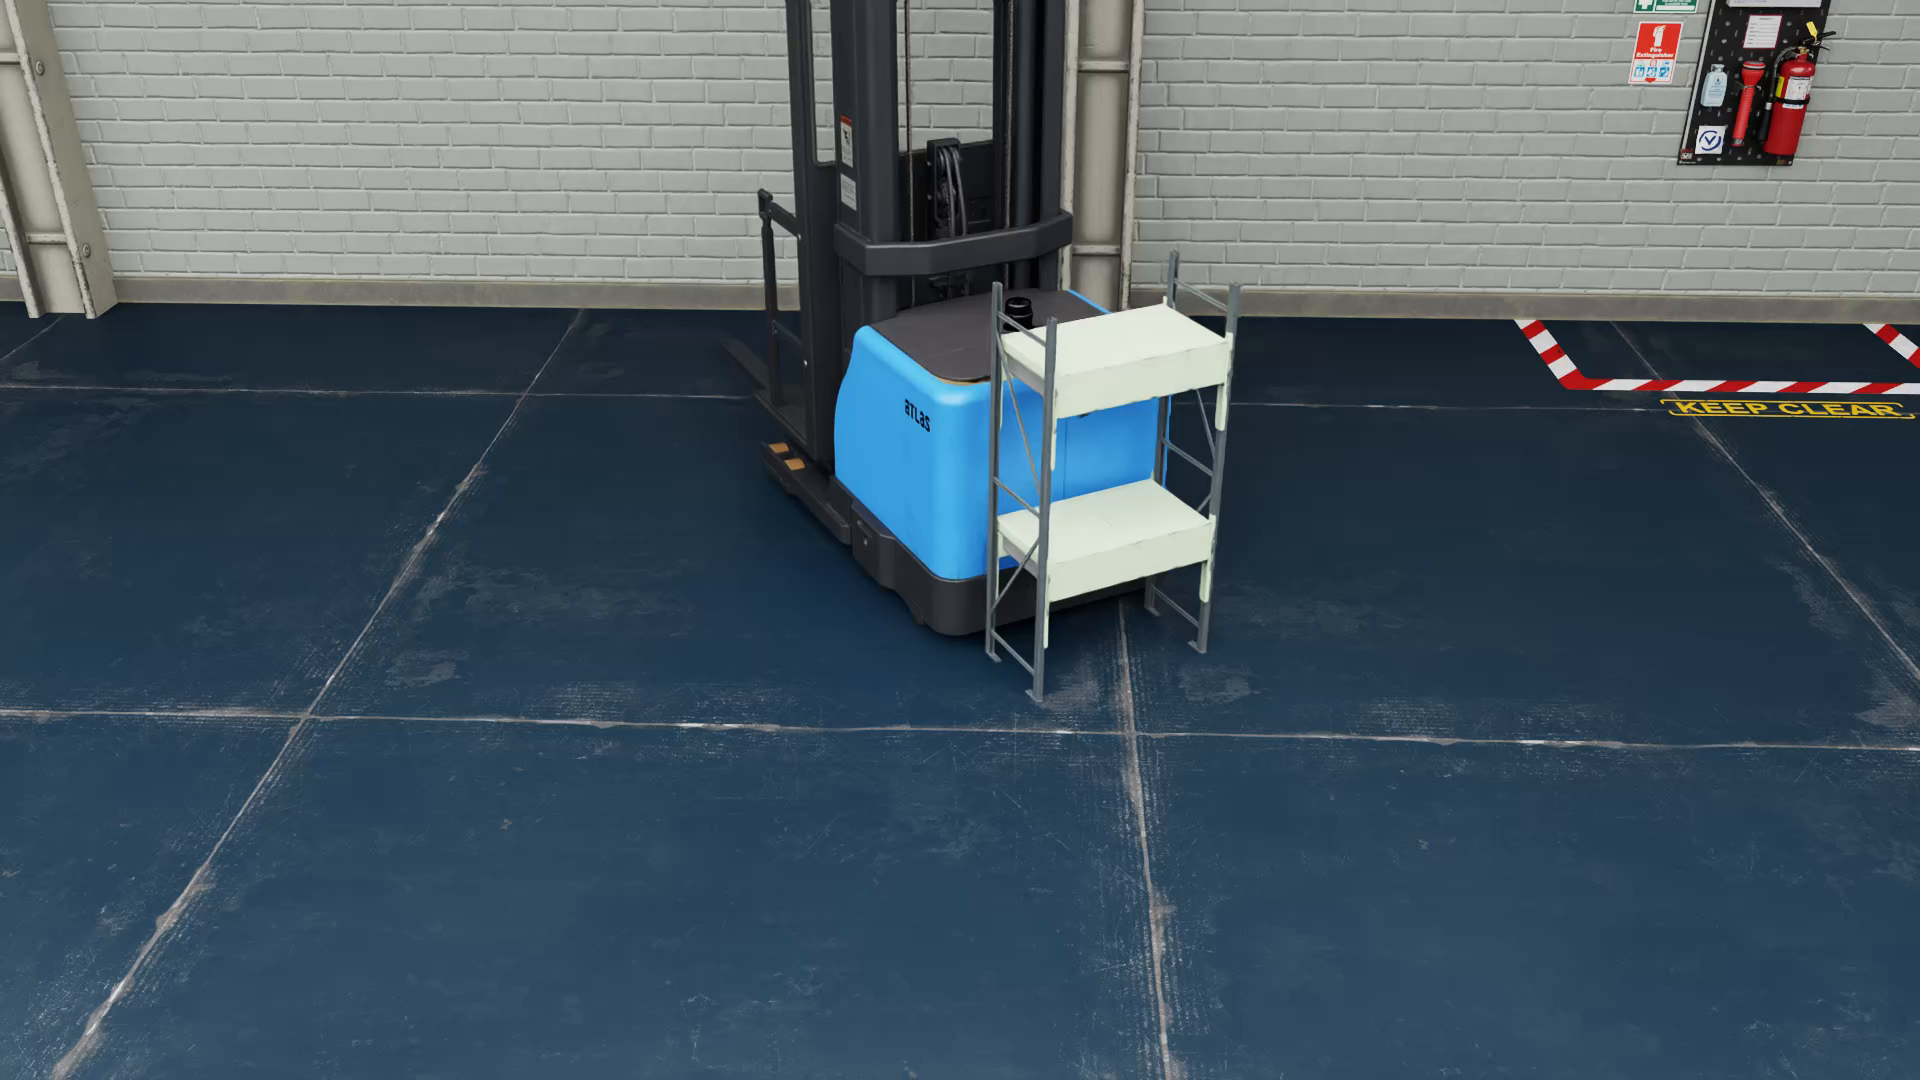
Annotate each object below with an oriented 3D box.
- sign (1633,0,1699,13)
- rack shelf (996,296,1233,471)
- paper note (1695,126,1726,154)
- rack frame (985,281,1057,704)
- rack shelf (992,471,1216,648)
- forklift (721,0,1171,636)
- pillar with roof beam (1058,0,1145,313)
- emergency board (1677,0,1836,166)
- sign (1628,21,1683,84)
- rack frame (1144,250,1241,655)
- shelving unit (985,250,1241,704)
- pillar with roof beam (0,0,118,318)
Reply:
[{"bbox_3d":[3.752,-2.855,8.829,0.331,0.109,0.001,1,28,2],"label":"sign"},{"bbox_3d":[0.534,-0.564,5.871,0.720,0.370,0.431,-14,32,-24],"label":"rack shelf"},{"bbox_3d":[4.122,-2.198,9.133,0.142,0.148,0.016,1,28,2],"label":"paper note"},{"bbox_3d":[0.207,-0.142,5.908,0.023,1.500,0.400,-14,32,-24],"label":"rack frame"},{"bbox_3d":[0.527,0.063,6.217,0.720,0.370,0.431,-14,32,-24],"label":"rack shelf"},{"bbox_3d":[-0.279,-1.589,7.118,1.130,2.935,3.031,-13,31,-23],"label":"forklift"},{"bbox_3d":[0.617,-3.228,3.731,0.400,9.000,9.100,1,28,2],"label":"pillar with roof beam"},{"bbox_3d":[4.297,-2.552,8.861,0.643,1.169,0.194,1,28,2],"label":"emergency board"},{"bbox_3d":[3.748,-2.625,8.961,0.234,0.329,0.001,1,28,2],"label":"sign"},{"bbox_3d":[0.853,-0.303,6.211,0.023,1.500,0.400,-14,32,-24],"label":"rack frame"},{"bbox_3d":[0.530,-0.223,6.060,0.755,1.500,0.431,-14,32,-24],"label":"shelving unit"},{"bbox_3d":[-5.380,-3.327,3.918,0.400,9.000,9.100,1,28,2],"label":"pillar with roof beam"}]
